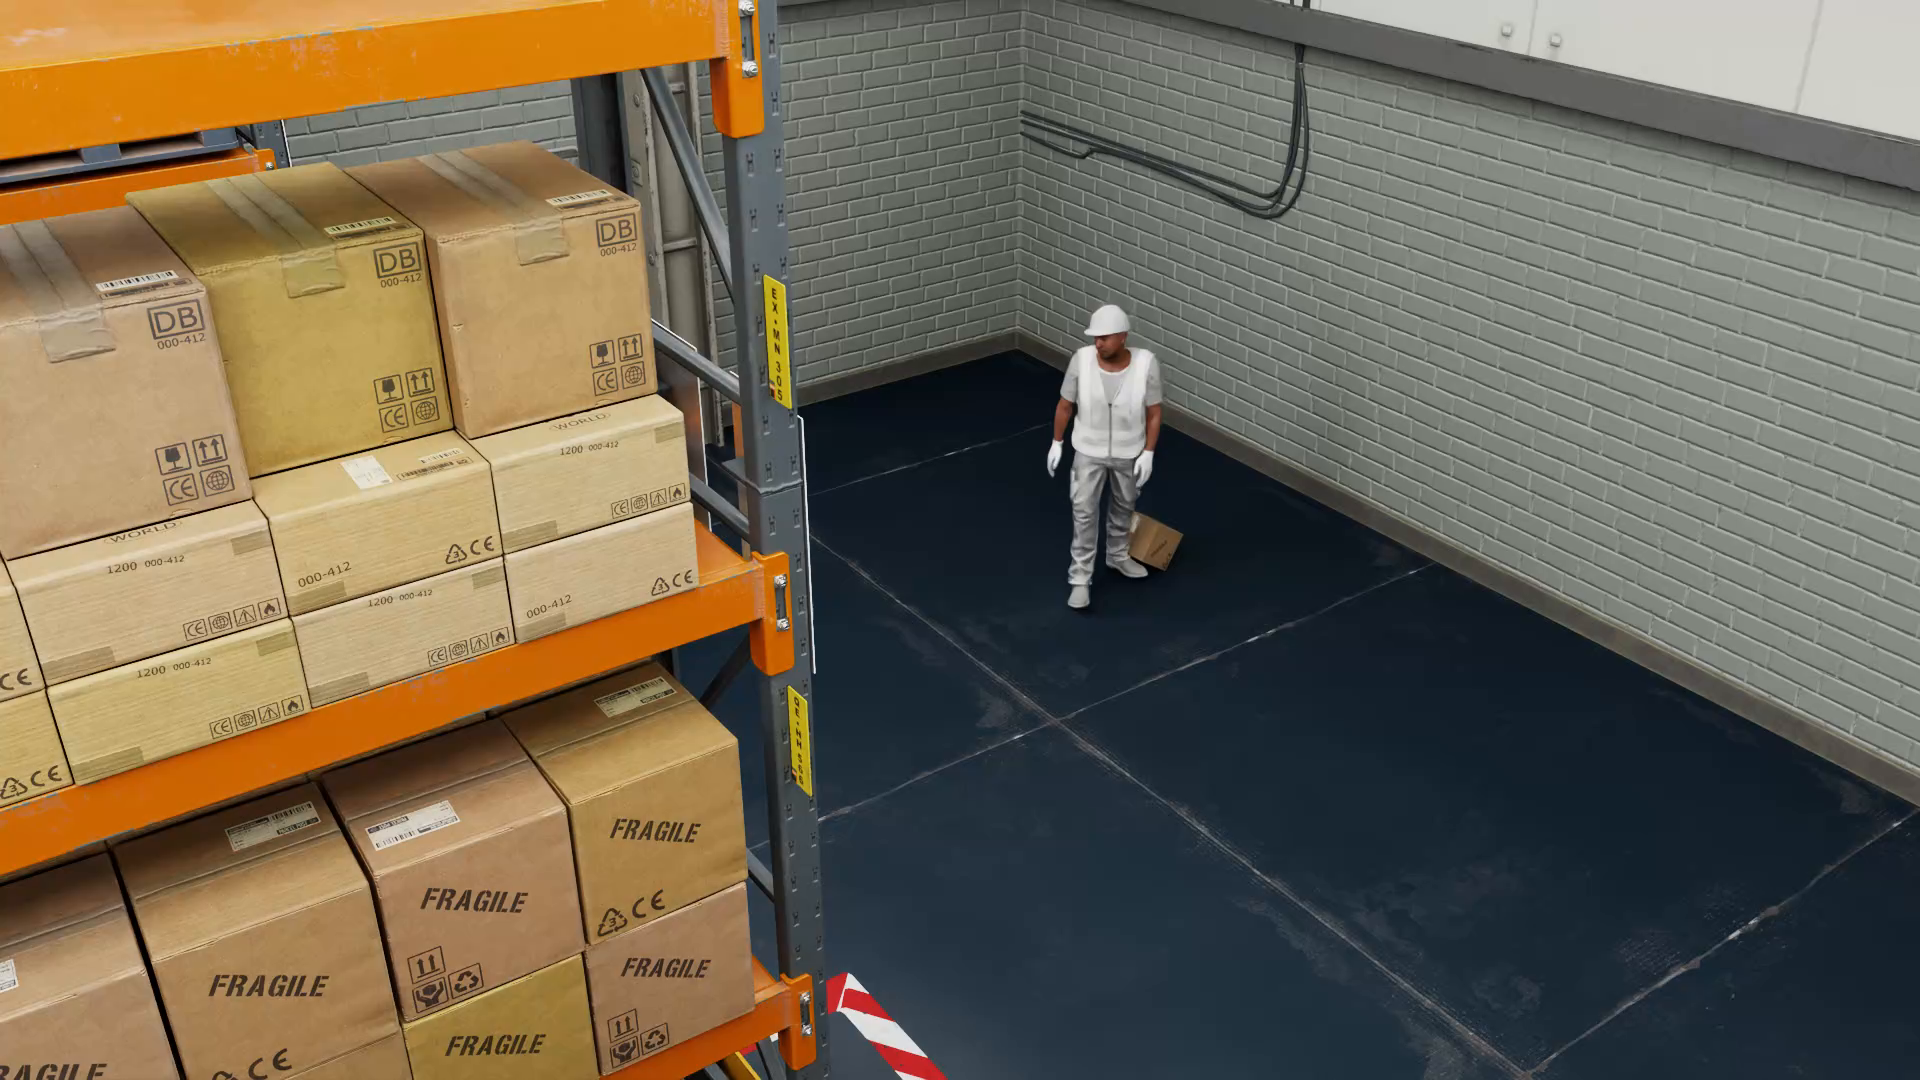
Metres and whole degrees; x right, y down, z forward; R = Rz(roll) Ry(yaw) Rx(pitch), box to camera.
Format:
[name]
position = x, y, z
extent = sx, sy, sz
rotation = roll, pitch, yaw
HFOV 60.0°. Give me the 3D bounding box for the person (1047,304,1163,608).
[person]
position = 0.820, -0.495, 9.481
extent = 0.638, 1.780, 0.653
rotation = 1, 28, 1
